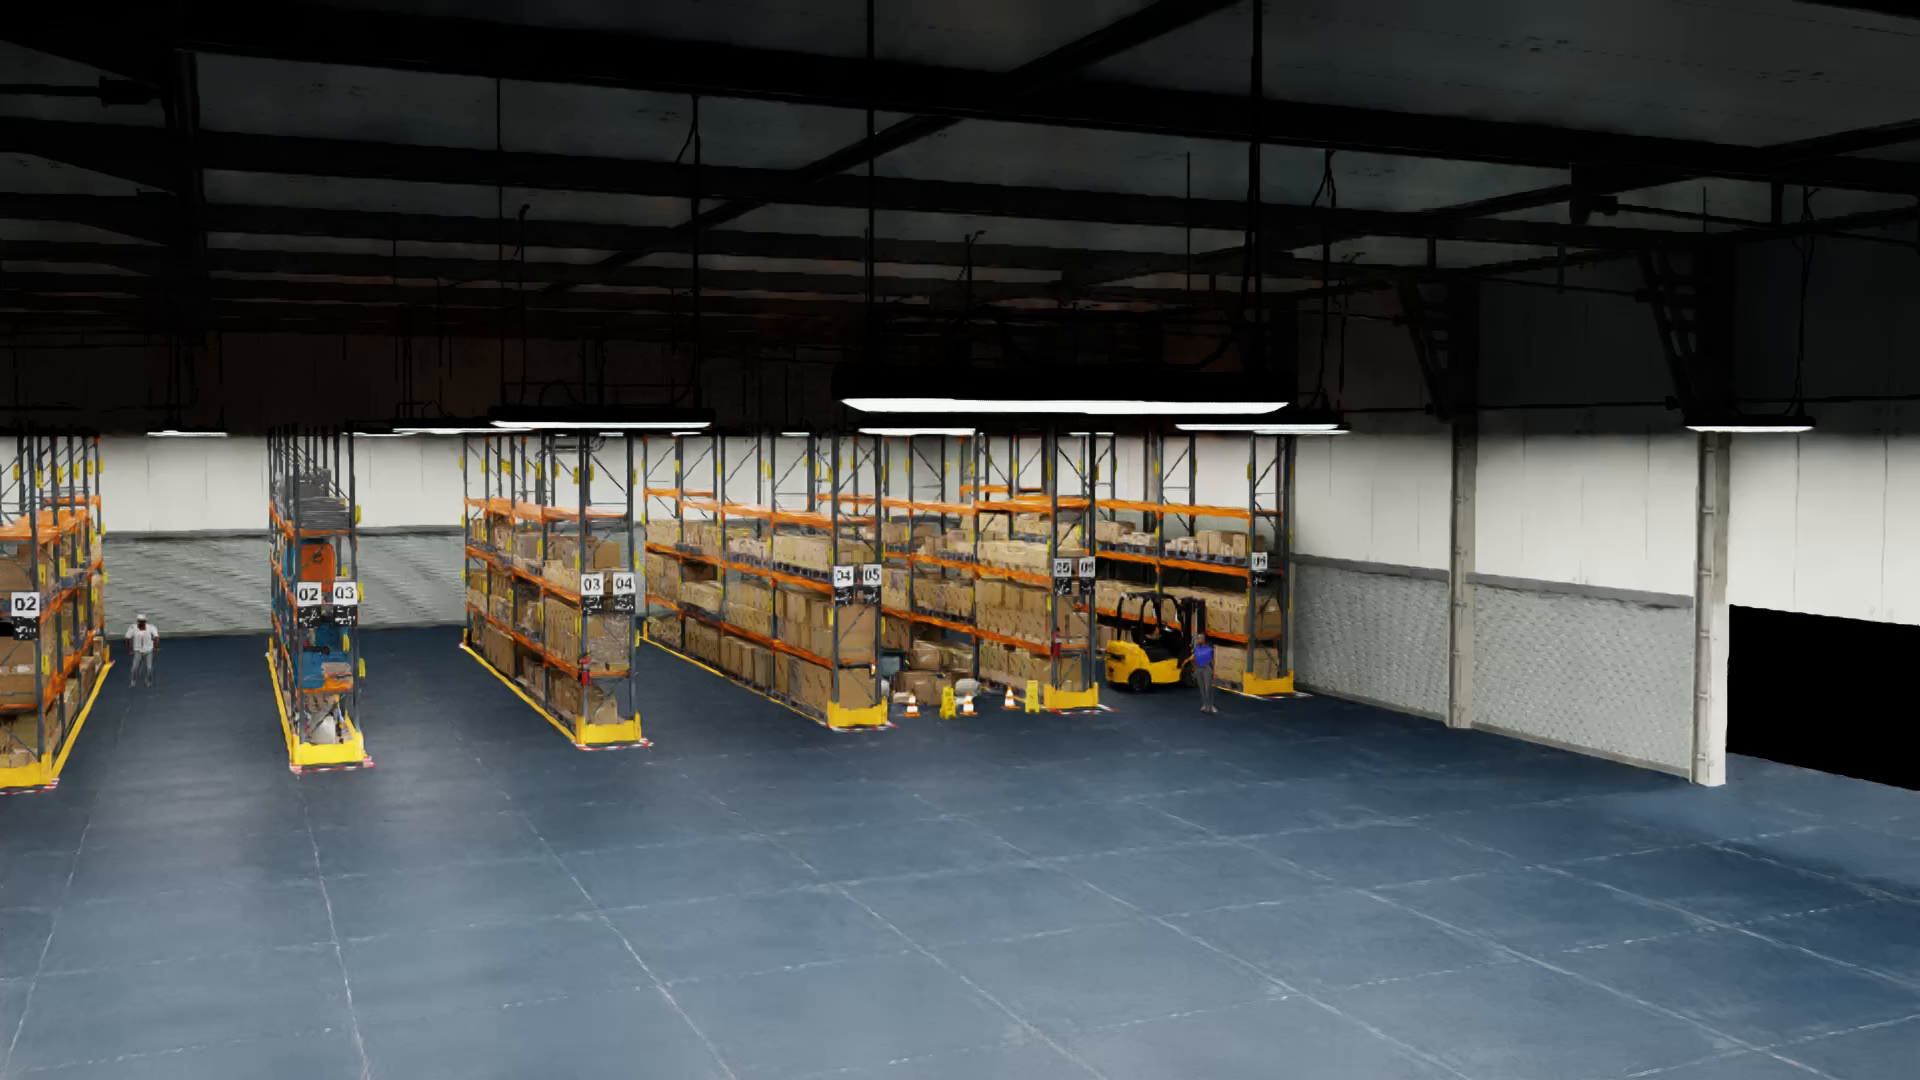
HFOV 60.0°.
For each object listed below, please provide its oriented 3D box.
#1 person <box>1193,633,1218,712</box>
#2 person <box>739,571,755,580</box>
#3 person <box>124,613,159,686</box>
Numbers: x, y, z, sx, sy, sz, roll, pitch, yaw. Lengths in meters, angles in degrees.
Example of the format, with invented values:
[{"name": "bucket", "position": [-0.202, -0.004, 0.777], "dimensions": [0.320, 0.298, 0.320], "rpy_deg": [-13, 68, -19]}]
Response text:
[{"name": "person", "position": [5.133, 2.767, 34.795], "dimensions": [0.557, 1.639, 0.362], "rpy_deg": [3, 4, 37]}, {"name": "person", "position": [-6.724, 1.647, 52.900], "dimensions": [0.578, 1.702, 0.552], "rpy_deg": [1, 4, 12]}, {"name": "person", "position": [-18.834, 2.535, 38.293], "dimensions": [0.719, 1.714, 0.578], "rpy_deg": [-2, 4, -26]}]
